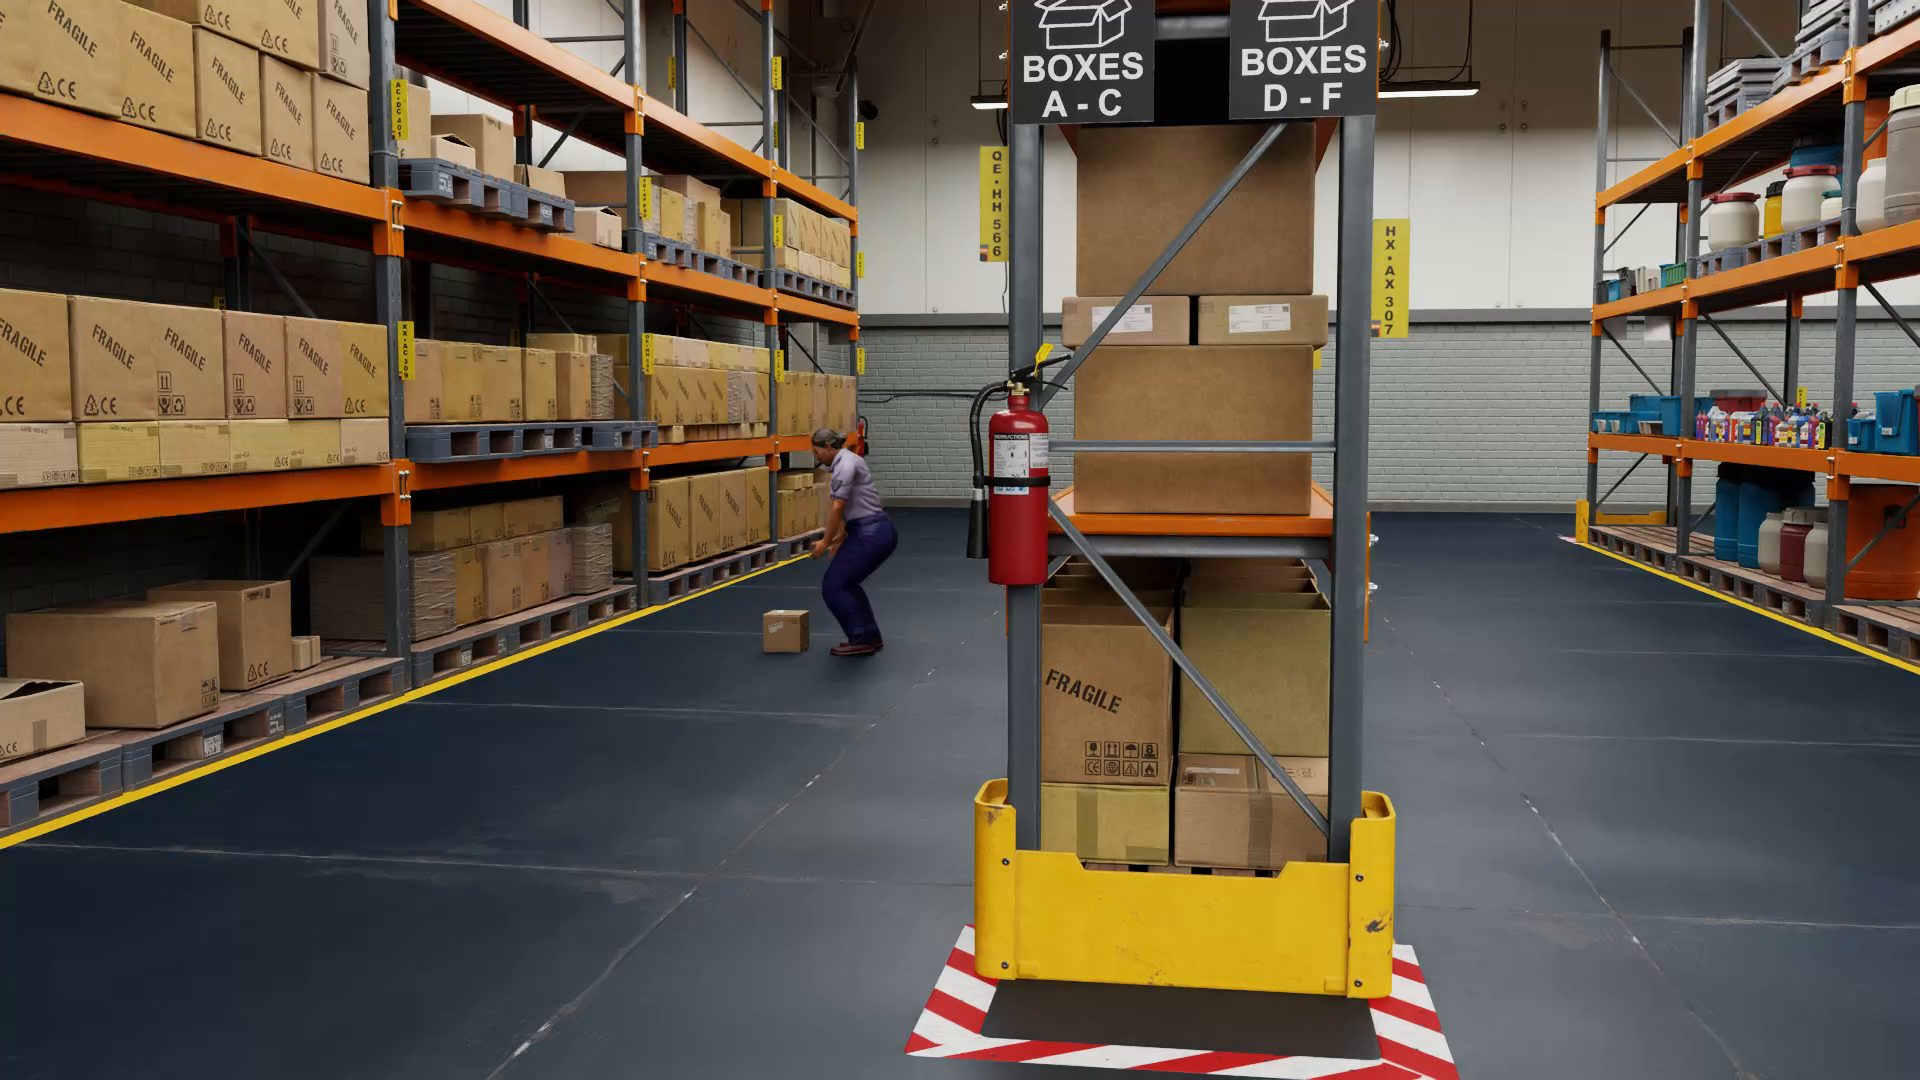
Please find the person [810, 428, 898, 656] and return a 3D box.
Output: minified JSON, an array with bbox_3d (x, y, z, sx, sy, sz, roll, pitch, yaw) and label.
[{"bbox_3d":[-0.704,0.009,10.962,0.552,1.490,0.525,1,5,9],"label":"person"}]
